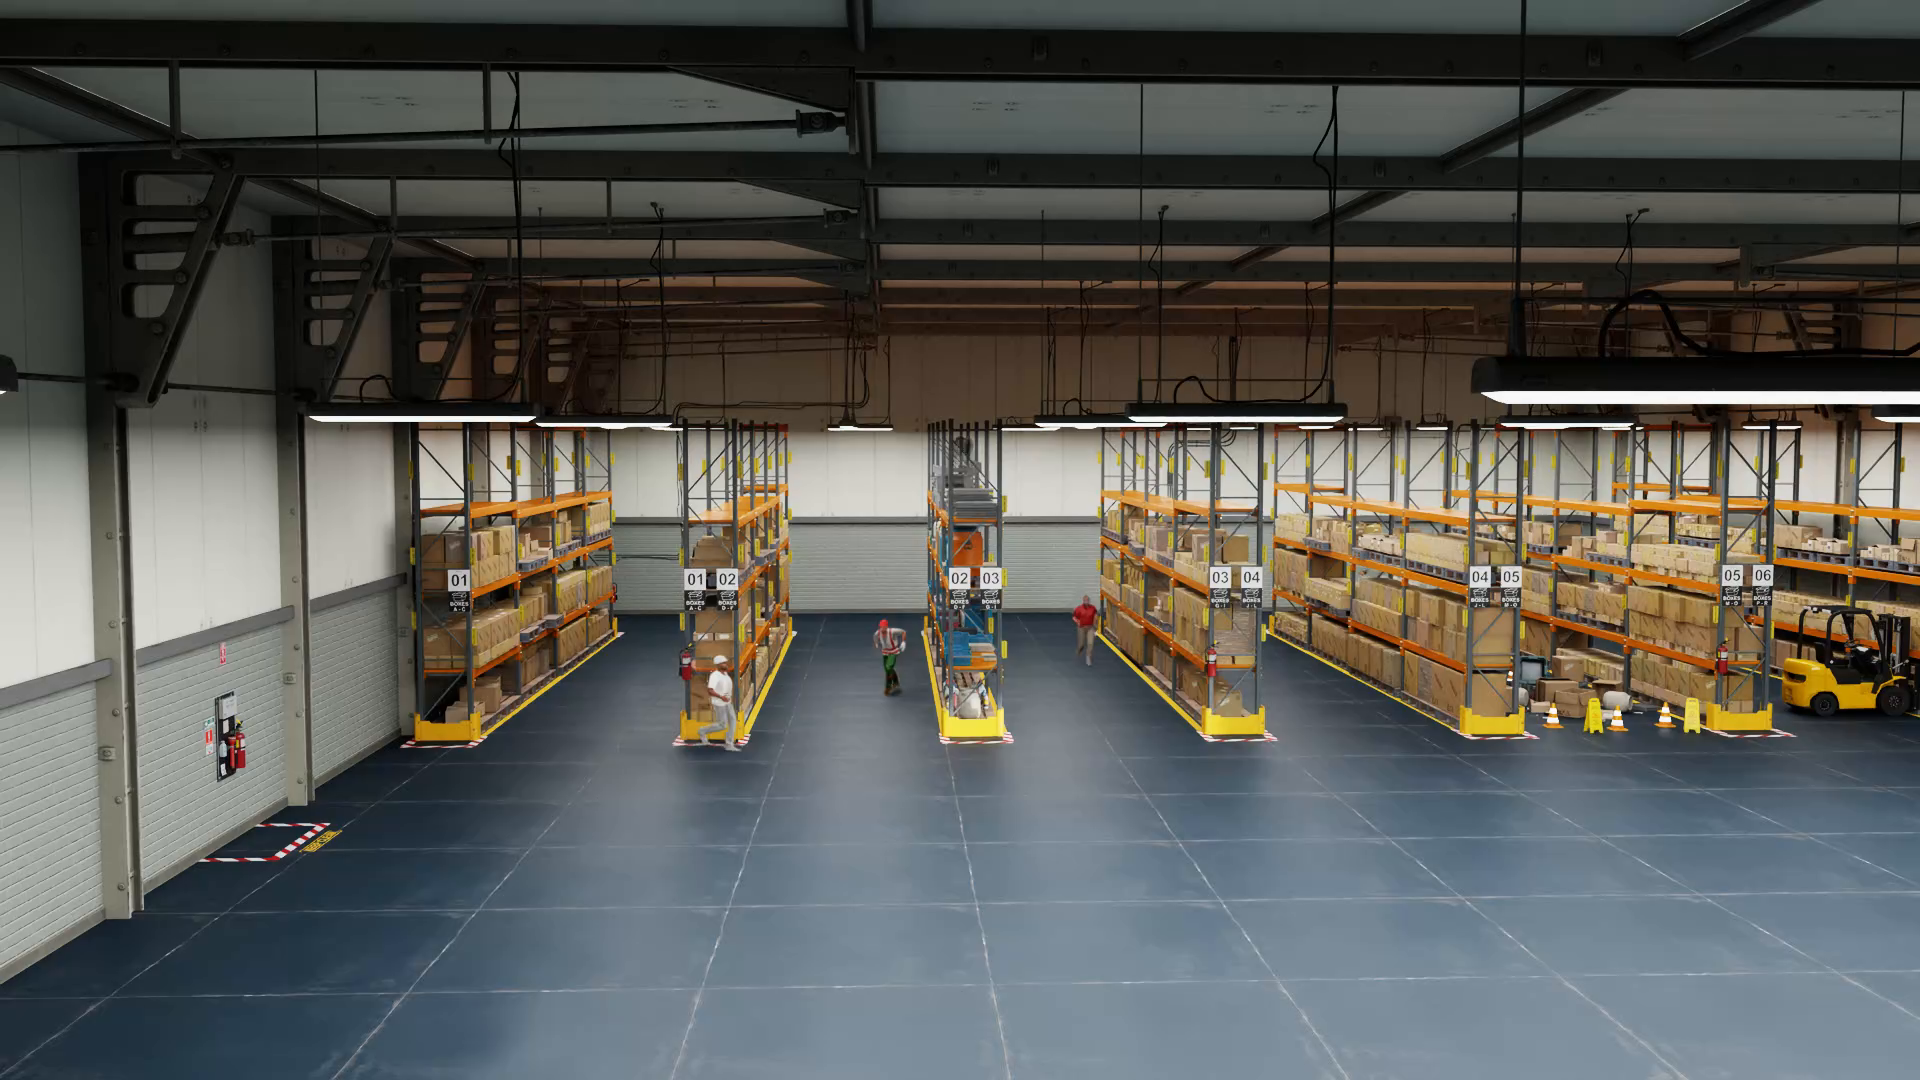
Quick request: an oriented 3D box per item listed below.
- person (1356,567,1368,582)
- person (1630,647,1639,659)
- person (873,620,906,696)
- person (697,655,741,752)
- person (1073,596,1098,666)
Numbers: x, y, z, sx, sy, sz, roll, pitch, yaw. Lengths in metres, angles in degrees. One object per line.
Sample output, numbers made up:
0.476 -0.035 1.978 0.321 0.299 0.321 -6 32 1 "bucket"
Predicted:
12.126 1.671 50.157 0.732 1.754 0.578 -2 4 -24 "person"
16.344 2.333 40.350 0.627 1.695 0.760 -1 4 -9 "person"
-1.521 2.570 36.574 0.707 1.715 1.017 1 4 20 "person"
-4.324 2.942 29.941 0.828 1.748 0.703 1 4 17 "person"
3.122 2.227 41.366 0.652 1.709 0.893 0 4 -7 "person"
